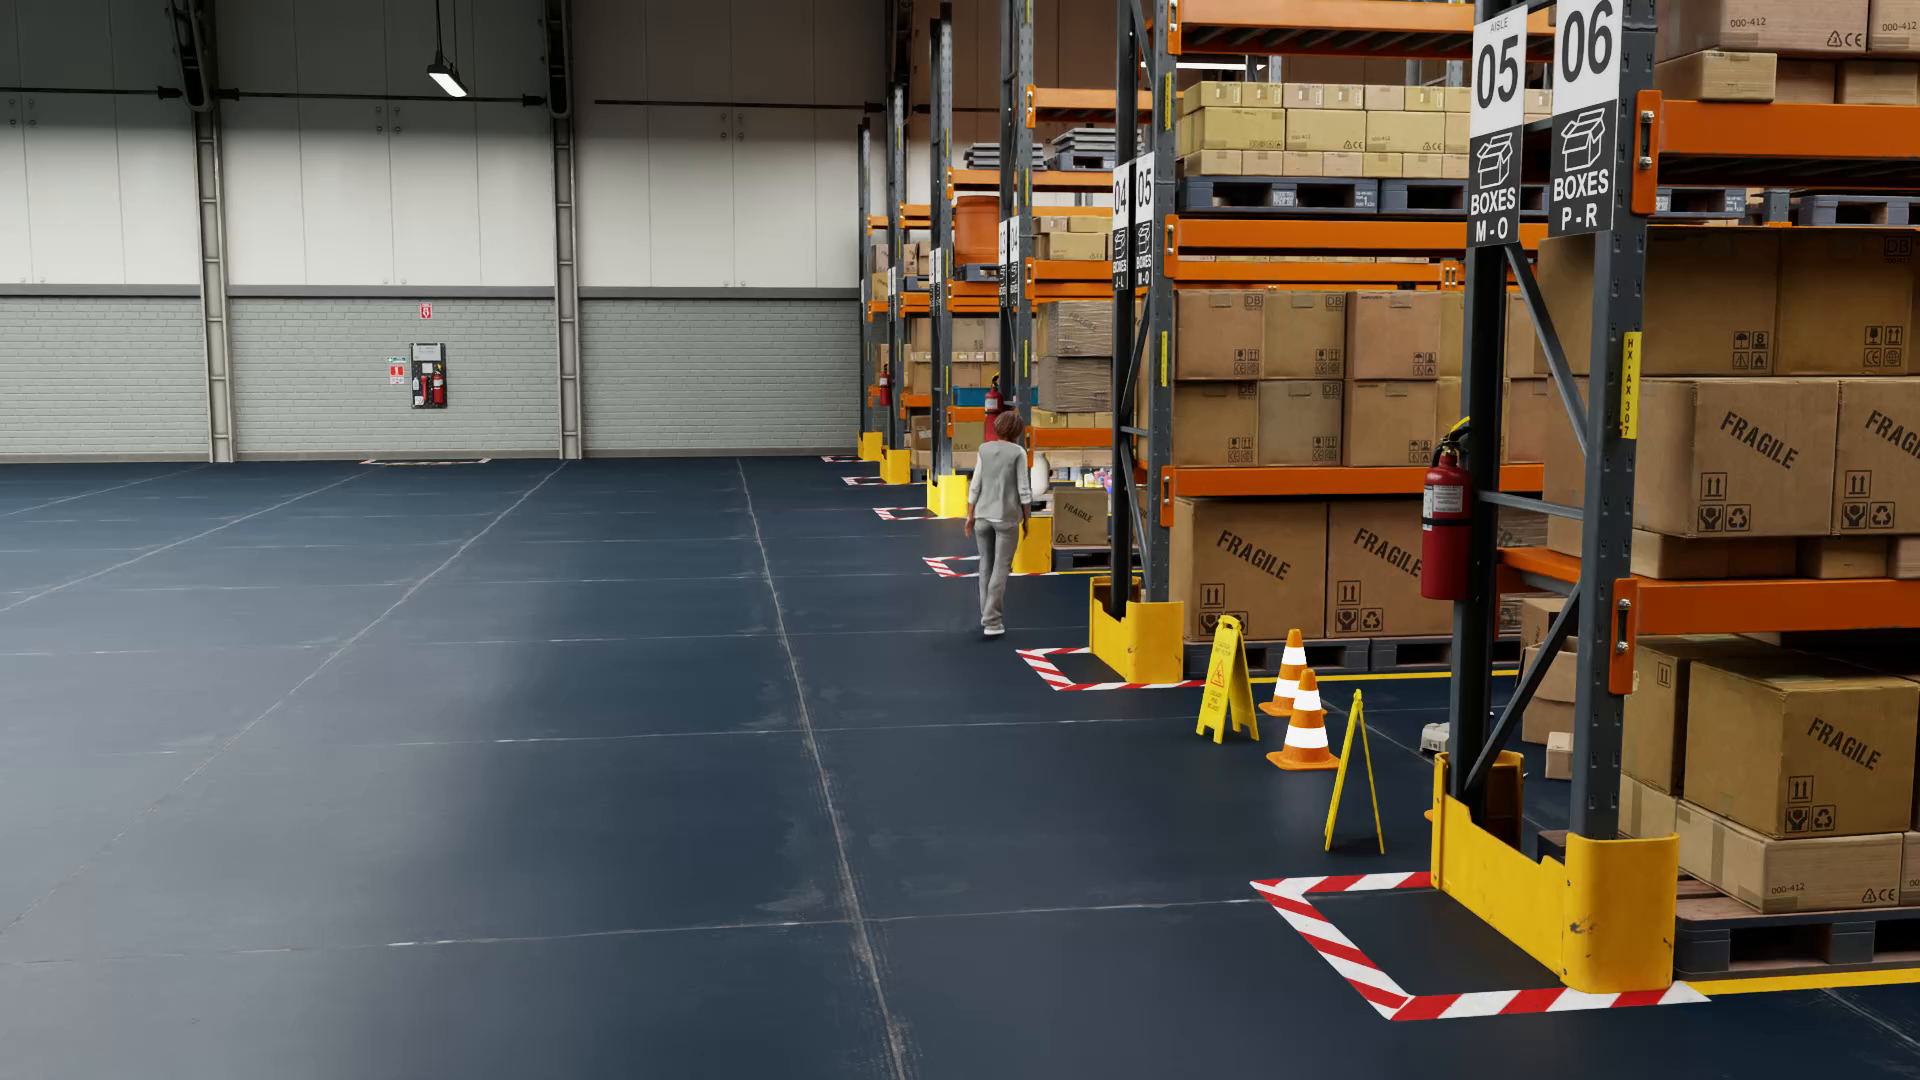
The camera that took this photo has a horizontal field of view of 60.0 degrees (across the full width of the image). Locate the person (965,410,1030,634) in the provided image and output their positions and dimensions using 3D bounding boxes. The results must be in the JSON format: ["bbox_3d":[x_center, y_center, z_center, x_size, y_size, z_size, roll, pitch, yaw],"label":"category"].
[{"bbox_3d":[0.280,-0.134,11.864,0.486,1.581,0.663,4,8,28],"label":"person"}]
